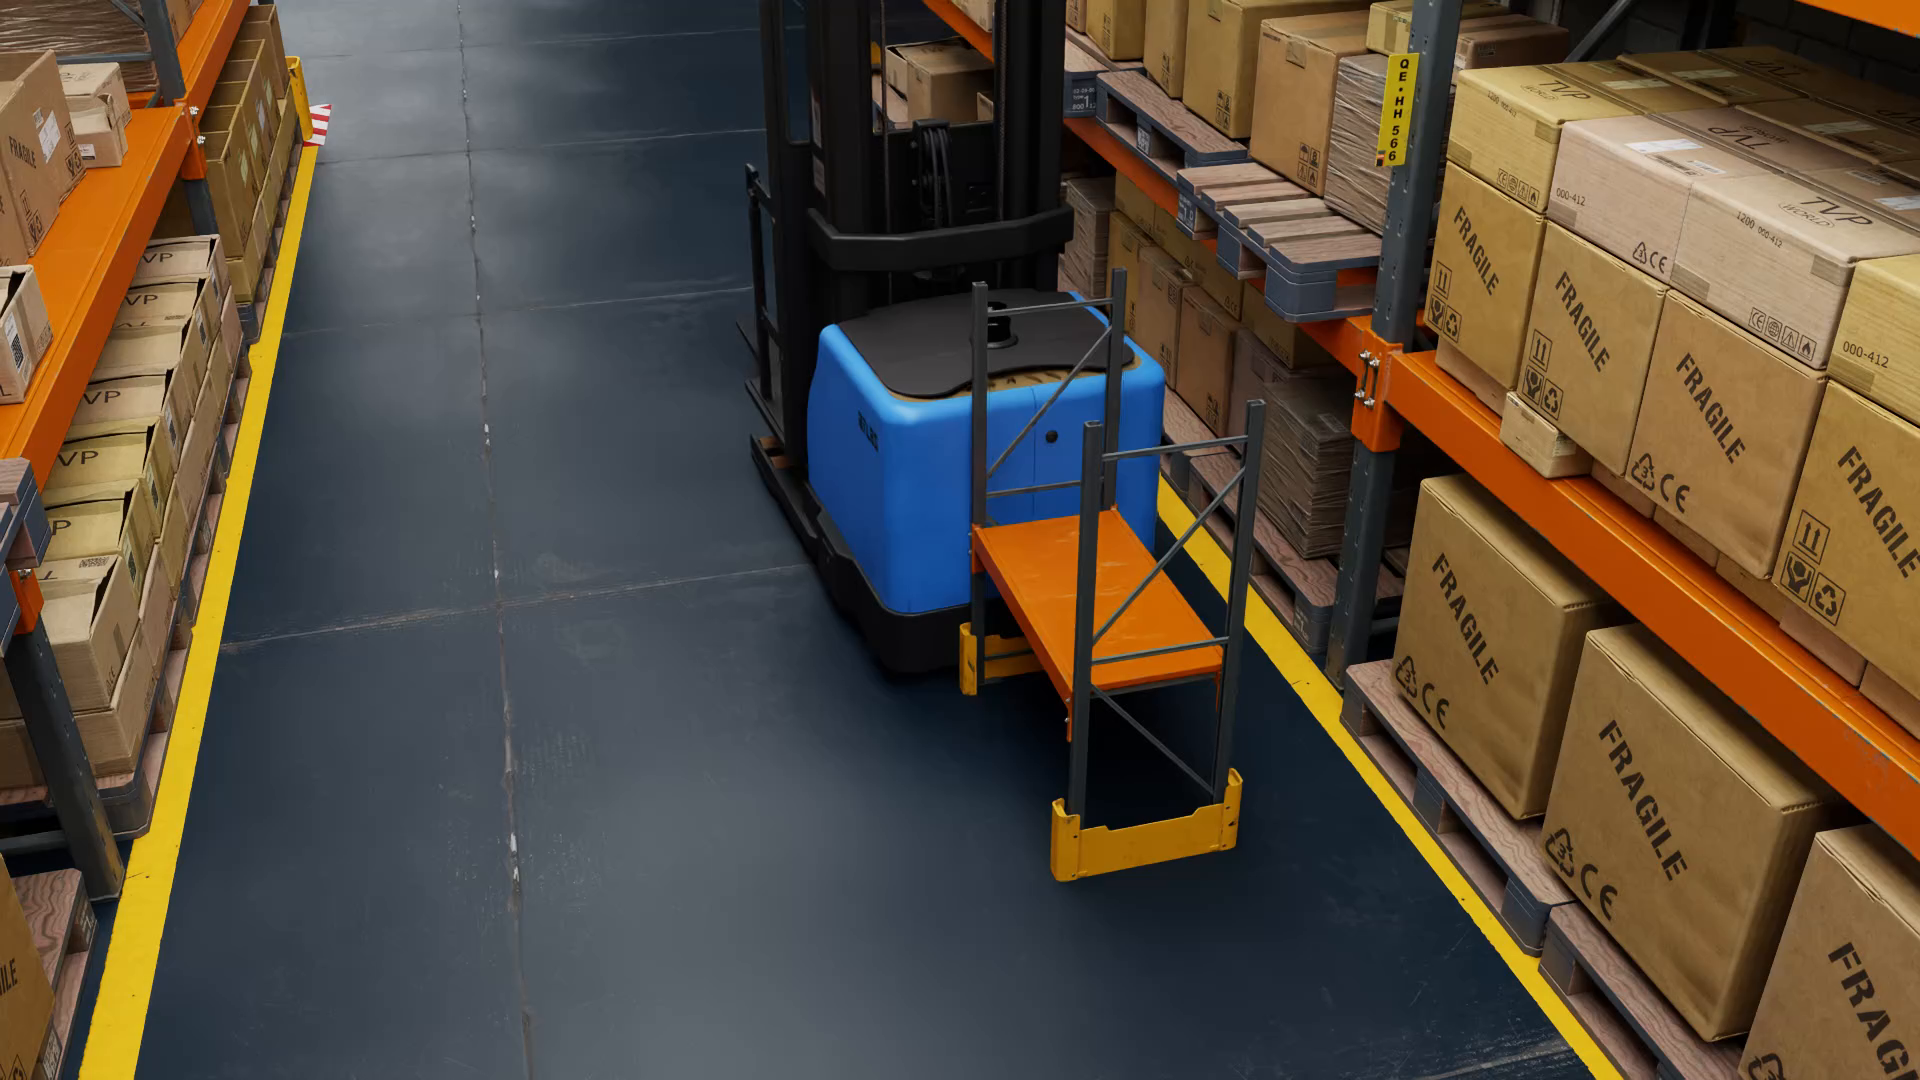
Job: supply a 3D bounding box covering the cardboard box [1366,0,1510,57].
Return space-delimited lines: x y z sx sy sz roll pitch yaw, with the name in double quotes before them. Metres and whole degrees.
"cardboard box" 1.575 -1.689 5.486 0.380 0.149 0.250 -13 33 -22

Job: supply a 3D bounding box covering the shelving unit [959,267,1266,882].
"shelving unit" 0.424 0.078 5.119 0.587 1.500 1.083 -8 31 -14

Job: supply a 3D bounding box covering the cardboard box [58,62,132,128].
"cardboard box" -3.869 -1.833 7.072 0.500 0.250 0.500 -6 31 -10

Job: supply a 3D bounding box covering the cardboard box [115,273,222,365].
"cardboard box" -3.514 -0.956 7.173 0.500 0.311 0.500 -7 31 -12

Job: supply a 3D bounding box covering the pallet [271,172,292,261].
"pallet" -4.540 -1.903 9.826 1.003 0.211 1.213 -8 31 -13

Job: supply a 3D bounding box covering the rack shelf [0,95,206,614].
"rack shelf" -3.511 -0.852 5.946 1.077 0.370 4.000 -8 31 -13

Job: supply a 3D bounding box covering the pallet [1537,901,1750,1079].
"pallet" 2.251 1.328 4.245 1.003 0.211 1.213 -8 31 -13

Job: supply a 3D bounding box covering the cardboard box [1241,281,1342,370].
"cardboard box" 1.462 -0.916 6.645 0.500 0.250 0.500 -7 31 -12

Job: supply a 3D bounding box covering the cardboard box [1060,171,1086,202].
"cardboard box" 0.562 -2.009 9.615 0.380 0.166 0.250 -12 32 -20

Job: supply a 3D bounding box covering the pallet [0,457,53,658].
"pallet" -2.733 0.203 3.596 1.213 0.211 1.003 -8 31 -13

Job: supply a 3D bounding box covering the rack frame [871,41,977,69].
"rack frame" -0.329 -4.722 11.914 1.000 3.000 0.127 -8 31 -13

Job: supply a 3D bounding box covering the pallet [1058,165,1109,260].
"pallet" 0.521 -1.903 9.827 1.003 0.211 1.213 -8 31 -13

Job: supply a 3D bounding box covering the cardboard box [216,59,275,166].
"cardboard box" -4.263 -2.436 9.541 0.500 0.500 0.500 -8 31 -13

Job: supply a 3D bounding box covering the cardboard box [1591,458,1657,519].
"cardboard box" 1.892 -0.201 4.333 0.380 0.149 0.250 -8 31 -14

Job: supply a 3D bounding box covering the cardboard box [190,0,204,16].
"cardboard box" -4.579 -3.130 9.064 0.700 0.500 0.500 -7 31 -12

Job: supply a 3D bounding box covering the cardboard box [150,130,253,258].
"cardboard box" -3.863 -1.711 8.289 0.500 0.500 0.500 -8 31 -13

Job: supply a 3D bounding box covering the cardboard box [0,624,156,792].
"cardboard box" -2.836 0.519 5.185 0.500 0.250 0.500 -8 31 -13

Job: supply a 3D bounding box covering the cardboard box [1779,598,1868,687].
"cardboard box" 2.076 0.171 3.691 0.380 0.149 0.250 -8 31 -13

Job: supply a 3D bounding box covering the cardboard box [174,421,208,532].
"cardboard box" -3.250 -0.222 6.465 0.500 0.250 0.500 -7 31 -12

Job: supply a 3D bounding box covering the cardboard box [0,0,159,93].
"cardboard box" -4.166 -2.386 7.779 0.700 0.500 0.500 -9 31 -15

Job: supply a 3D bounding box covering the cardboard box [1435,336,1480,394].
"cardboard box" 1.659 -0.568 4.968 0.380 0.149 0.250 -8 31 -14

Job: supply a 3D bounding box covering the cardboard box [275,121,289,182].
"cardboard box" -4.398 -2.352 10.145 0.500 0.250 0.500 -8 31 -13

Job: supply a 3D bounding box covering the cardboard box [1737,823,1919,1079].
"cardboard box" 2.320 1.097 3.587 0.750 0.750 0.750 -7 31 -12

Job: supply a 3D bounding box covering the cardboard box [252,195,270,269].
"cardboard box" -4.001 -1.628 8.893 0.500 0.250 0.500 -8 31 -13

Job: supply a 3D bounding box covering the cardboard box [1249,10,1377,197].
"cardboard box" 1.486 -1.584 5.953 0.700 0.500 0.500 -11 32 -18

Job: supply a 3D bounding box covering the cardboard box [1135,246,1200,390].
"cardboard box" 1.226 -1.051 7.627 0.700 0.500 0.500 -8 31 -13

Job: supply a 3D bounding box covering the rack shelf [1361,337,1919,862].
"rack shelf" 2.326 0.419 3.749 1.077 0.370 4.000 -8 31 -13

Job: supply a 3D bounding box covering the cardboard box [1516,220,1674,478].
"cardboard box" 1.807 -0.516 4.230 0.500 0.500 0.500 -7 31 -12

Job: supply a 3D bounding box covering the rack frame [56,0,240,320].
"rack frame" -4.042 -2.130 7.435 1.000 3.000 0.127 -8 31 -13

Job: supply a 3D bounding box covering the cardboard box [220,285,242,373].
"cardboard box" -3.652 -0.960 7.739 0.500 0.250 0.500 -8 31 -14

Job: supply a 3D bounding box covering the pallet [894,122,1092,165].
"pallet" 0.193 -2.493 10.847 1.003 0.211 1.213 -8 31 -13

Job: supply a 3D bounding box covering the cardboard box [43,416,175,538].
"cardboard box" -3.117 -0.223 5.907 0.500 0.311 0.500 -9 31 -15

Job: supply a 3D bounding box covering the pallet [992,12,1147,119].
"pallet" 0.796 -2.318 7.953 1.003 0.211 1.213 -8 31 -13

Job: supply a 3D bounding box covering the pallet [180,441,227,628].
"pallet" -3.481 0.018 6.508 1.003 0.211 1.213 -8 31 -13

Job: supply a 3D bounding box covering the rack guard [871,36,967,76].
"rack guard" -0.309 -3.603 12.476 1.175 0.500 0.348 -8 31 -13

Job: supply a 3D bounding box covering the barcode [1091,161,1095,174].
"barcode" 0.797 -2.228 9.940 0.001 0.075 0.075 -8 31 -13

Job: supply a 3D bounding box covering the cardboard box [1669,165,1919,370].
"cardboard box" 1.946 -0.609 3.643 0.500 0.250 0.500 -8 31 -13

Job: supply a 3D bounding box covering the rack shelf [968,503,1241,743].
"rack shelf" 0.422 0.229 5.216 0.538 0.185 1.000 -8 31 -14

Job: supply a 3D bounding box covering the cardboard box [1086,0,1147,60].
"cardboard box" 0.977 -2.502 7.540 0.700 0.500 0.500 -5 30 -8

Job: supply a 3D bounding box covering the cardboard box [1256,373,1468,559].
"cardboard box" 1.553 -0.307 6.343 0.700 0.500 0.500 -7 31 -13

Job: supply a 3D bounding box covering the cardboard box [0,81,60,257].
"cardboard box" -3.581 -1.303 5.908 0.500 0.500 0.500 -8 31 -13

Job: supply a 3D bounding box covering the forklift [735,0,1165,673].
"forklift" -0.268 -1.527 6.463 1.130 2.935 3.031 -10 32 -17

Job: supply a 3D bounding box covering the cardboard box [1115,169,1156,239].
"cardboard box" 1.065 -1.658 7.927 0.500 0.250 0.500 -8 31 -14
